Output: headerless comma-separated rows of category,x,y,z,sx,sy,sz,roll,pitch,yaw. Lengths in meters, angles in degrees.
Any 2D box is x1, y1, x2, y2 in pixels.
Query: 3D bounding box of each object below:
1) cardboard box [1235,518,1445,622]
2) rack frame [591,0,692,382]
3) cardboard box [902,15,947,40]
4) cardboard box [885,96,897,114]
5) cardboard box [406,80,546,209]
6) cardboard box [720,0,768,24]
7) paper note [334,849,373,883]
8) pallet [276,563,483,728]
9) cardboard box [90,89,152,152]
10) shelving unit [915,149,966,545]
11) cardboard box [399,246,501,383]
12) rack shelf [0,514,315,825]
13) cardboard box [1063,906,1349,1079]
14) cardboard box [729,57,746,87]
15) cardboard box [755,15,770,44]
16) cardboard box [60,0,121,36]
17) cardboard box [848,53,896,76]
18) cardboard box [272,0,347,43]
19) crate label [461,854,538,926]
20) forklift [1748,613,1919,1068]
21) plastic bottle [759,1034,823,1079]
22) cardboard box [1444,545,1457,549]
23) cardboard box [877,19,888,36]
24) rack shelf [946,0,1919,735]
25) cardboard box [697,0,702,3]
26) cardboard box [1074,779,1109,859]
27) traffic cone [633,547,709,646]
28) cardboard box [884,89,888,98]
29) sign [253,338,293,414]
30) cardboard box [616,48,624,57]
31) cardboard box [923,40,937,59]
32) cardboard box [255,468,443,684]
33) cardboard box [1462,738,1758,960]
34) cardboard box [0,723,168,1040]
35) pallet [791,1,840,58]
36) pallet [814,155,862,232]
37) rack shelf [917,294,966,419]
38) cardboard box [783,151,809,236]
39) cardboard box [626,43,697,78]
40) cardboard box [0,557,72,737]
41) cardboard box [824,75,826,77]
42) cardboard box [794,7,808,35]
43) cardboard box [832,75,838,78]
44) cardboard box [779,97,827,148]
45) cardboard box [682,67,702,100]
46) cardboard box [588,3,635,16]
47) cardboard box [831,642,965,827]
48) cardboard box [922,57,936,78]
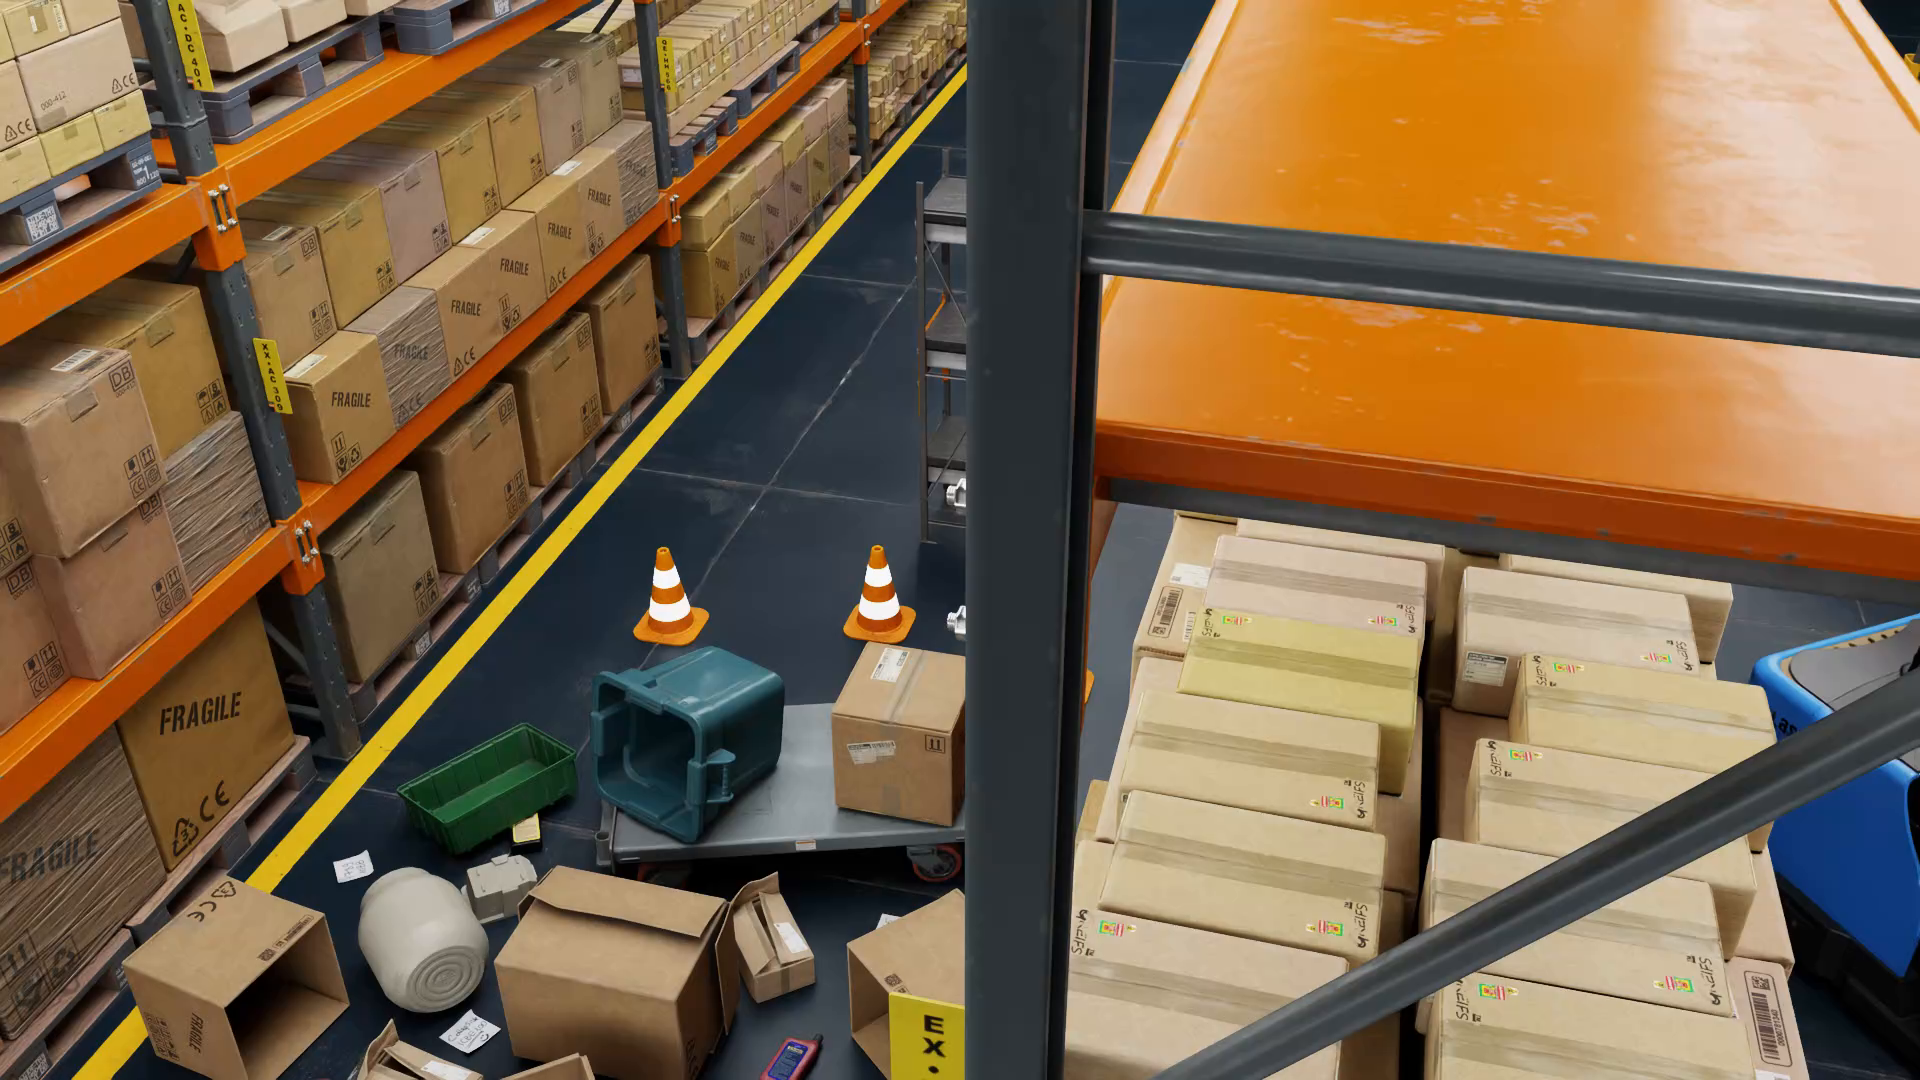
cardboard box,0.728,0.007,3.208,0.380,0.149,0.250,7,33,11
rack frame,-2.281,-2.408,10.312,1.000,3.000,0.127,8,33,12
cardboard box,-0.343,-4.928,15.988,0.380,0.149,0.250,9,34,14
cardboard box,-0.782,-3.877,14.889,0.380,0.149,0.250,8,33,12
cardboard box,-2.659,-2.111,8.820,0.700,0.500,0.500,8,33,12
cardboard box,-1.577,-3.755,11.718,0.380,0.149,0.250,8,33,12
paper note,-2.591,1.393,7.100,0.147,0.020,0.142,-14,35,-21
pallet,-3.173,0.434,8.441,1.003,0.211,1.213,8,33,12
cardboard box,-3.079,-1.479,5.804,0.380,0.149,0.250,8,33,12
shelving unit,0.042,-0.972,8.892,0.431,2.100,0.503,8,33,12
cardboard box,-2.645,-1.132,8.211,0.500,0.500,0.500,8,33,12
rack shelf,-3.803,1.009,5.607,1.077,0.370,4.000,8,33,12
cardboard box,0.303,0.653,2.192,0.380,0.149,0.250,8,33,13
cardboard box,-1.703,-3.242,11.466,0.380,0.149,0.250,9,34,14
cardboard box,-1.574,-3.637,11.811,0.380,0.149,0.250,9,34,14
cardboard box,-3.080,-1.815,5.589,0.380,0.149,0.250,8,33,12
cardboard box,-0.790,-4.271,14.953,0.380,0.149,0.250,7,33,11
cardboard box,-2.793,-2.216,6.963,0.250,0.149,0.380,8,33,12
crate label,-1.916,1.441,6.926,0.298,0.136,0.250,-14,35,-21
forklift,4.136,0.781,5.359,1.130,2.935,3.031,-12,34,-18
plastic bottle,-0.624,1.944,6.205,0.133,0.061,0.283,14,35,21
cardboard box,1.281,0.018,3.563,0.500,0.250,0.500,9,33,13
cardboard box,-0.916,-5.004,16.106,0.380,0.149,0.250,9,34,14
rack shelf,1.010,-0.900,3.021,1.077,0.370,4.000,8,33,12
cardboard box,-2.071,-3.995,12.373,0.380,0.149,0.250,9,34,14
cardboard box,0.587,0.940,3.742,0.700,0.500,0.500,8,33,12
traffic cone,-1.495,0.248,8.498,0.336,0.463,0.334,8,33,12
cardboard box,-0.860,-4.003,14.809,0.380,0.149,0.250,8,33,12
sign,-2.759,-0.656,6.675,0.100,0.325,0.005,8,33,12
cardboard box,-2.465,-3.199,11.121,0.380,0.149,0.250,9,33,14
cardboard box,-0.441,-4.675,15.867,0.380,0.149,0.250,10,34,15
cardboard box,-3.225,0.106,8.063,1.050,0.750,0.750,8,33,12
cardboard box,0.962,0.458,2.499,0.380,0.149,0.250,8,33,12
cardboard box,-3.748,1.172,6.269,0.875,0.875,0.875,8,33,13
pallet,-1.600,-4.026,13.035,1.003,0.211,1.213,8,33,12
pallet,-1.462,-2.903,13.689,1.003,0.211,1.213,8,33,12
rack shelf,0.042,-0.960,8.899,0.431,0.518,0.480,8,33,12
cardboard box,-1.475,-2.656,12.640,0.500,0.500,0.500,7,33,11
cardboard box,-1.910,-3.083,10.662,0.380,0.149,0.250,7,33,11
cardboard box,-3.746,0.350,5.833,0.875,0.550,0.550,8,33,12
cardboard box,-1.401,-4.067,14.633,0.380,0.149,0.250,8,33,13
cardboard box,-1.369,-3.928,12.545,0.380,0.149,0.250,6,33,10
cardboard box,-1.227,-4.190,15.104,0.380,0.149,0.250,8,33,13
cardboard box,-1.353,-3.237,12.855,0.500,0.250,0.500,10,34,15
cardboard box,-1.897,-2.969,10.760,0.380,0.149,0.250,10,34,15
cardboard box,-2.336,-3.576,11.438,0.380,0.149,0.250,8,33,12
cardboard box,-0.212,0.798,6.893,0.500,0.500,0.500,8,33,12
cardboard box,-0.443,-4.549,15.946,0.380,0.149,0.250,9,33,13
